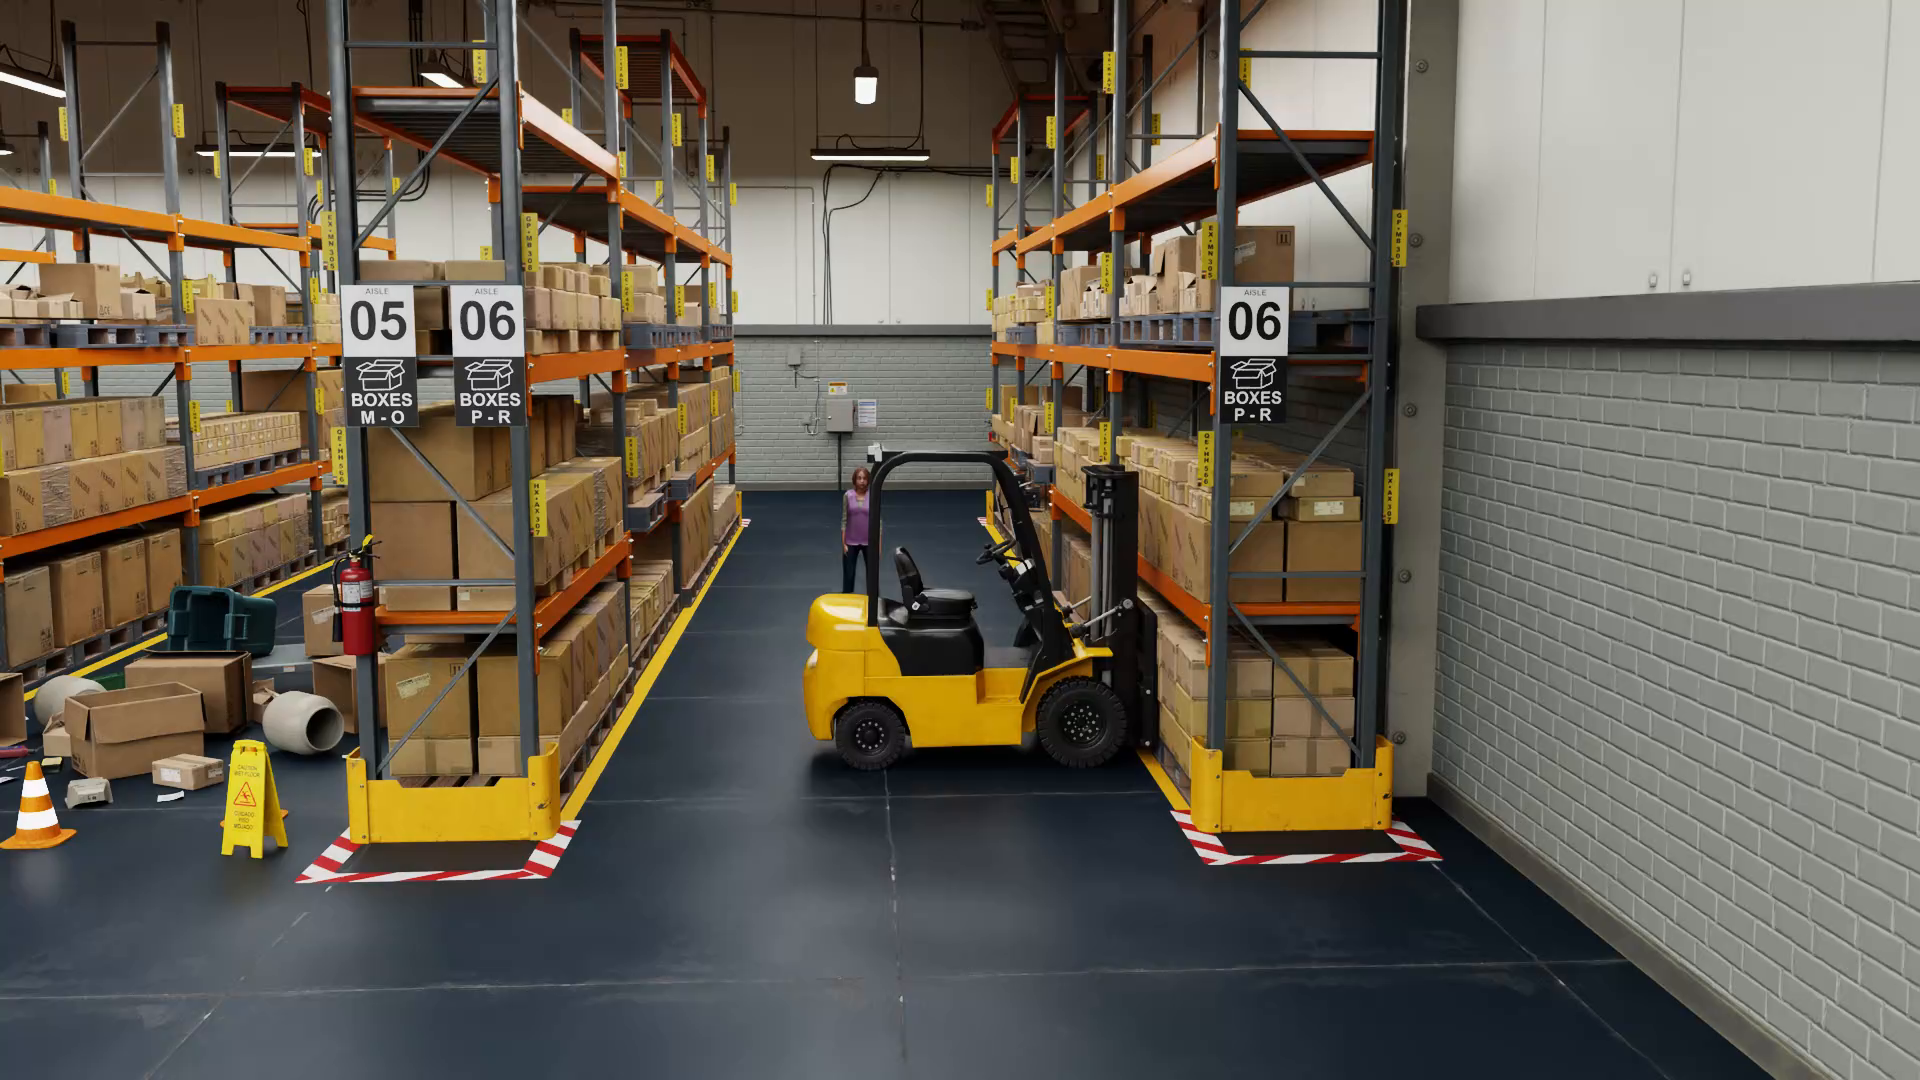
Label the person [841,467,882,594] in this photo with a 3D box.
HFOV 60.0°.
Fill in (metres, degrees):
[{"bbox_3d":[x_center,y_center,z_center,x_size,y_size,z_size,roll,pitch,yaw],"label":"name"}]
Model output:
[{"bbox_3d":[-1.001,0.053,16.855,0.422,1.597,0.327,0,7,-3],"label":"person"}]
